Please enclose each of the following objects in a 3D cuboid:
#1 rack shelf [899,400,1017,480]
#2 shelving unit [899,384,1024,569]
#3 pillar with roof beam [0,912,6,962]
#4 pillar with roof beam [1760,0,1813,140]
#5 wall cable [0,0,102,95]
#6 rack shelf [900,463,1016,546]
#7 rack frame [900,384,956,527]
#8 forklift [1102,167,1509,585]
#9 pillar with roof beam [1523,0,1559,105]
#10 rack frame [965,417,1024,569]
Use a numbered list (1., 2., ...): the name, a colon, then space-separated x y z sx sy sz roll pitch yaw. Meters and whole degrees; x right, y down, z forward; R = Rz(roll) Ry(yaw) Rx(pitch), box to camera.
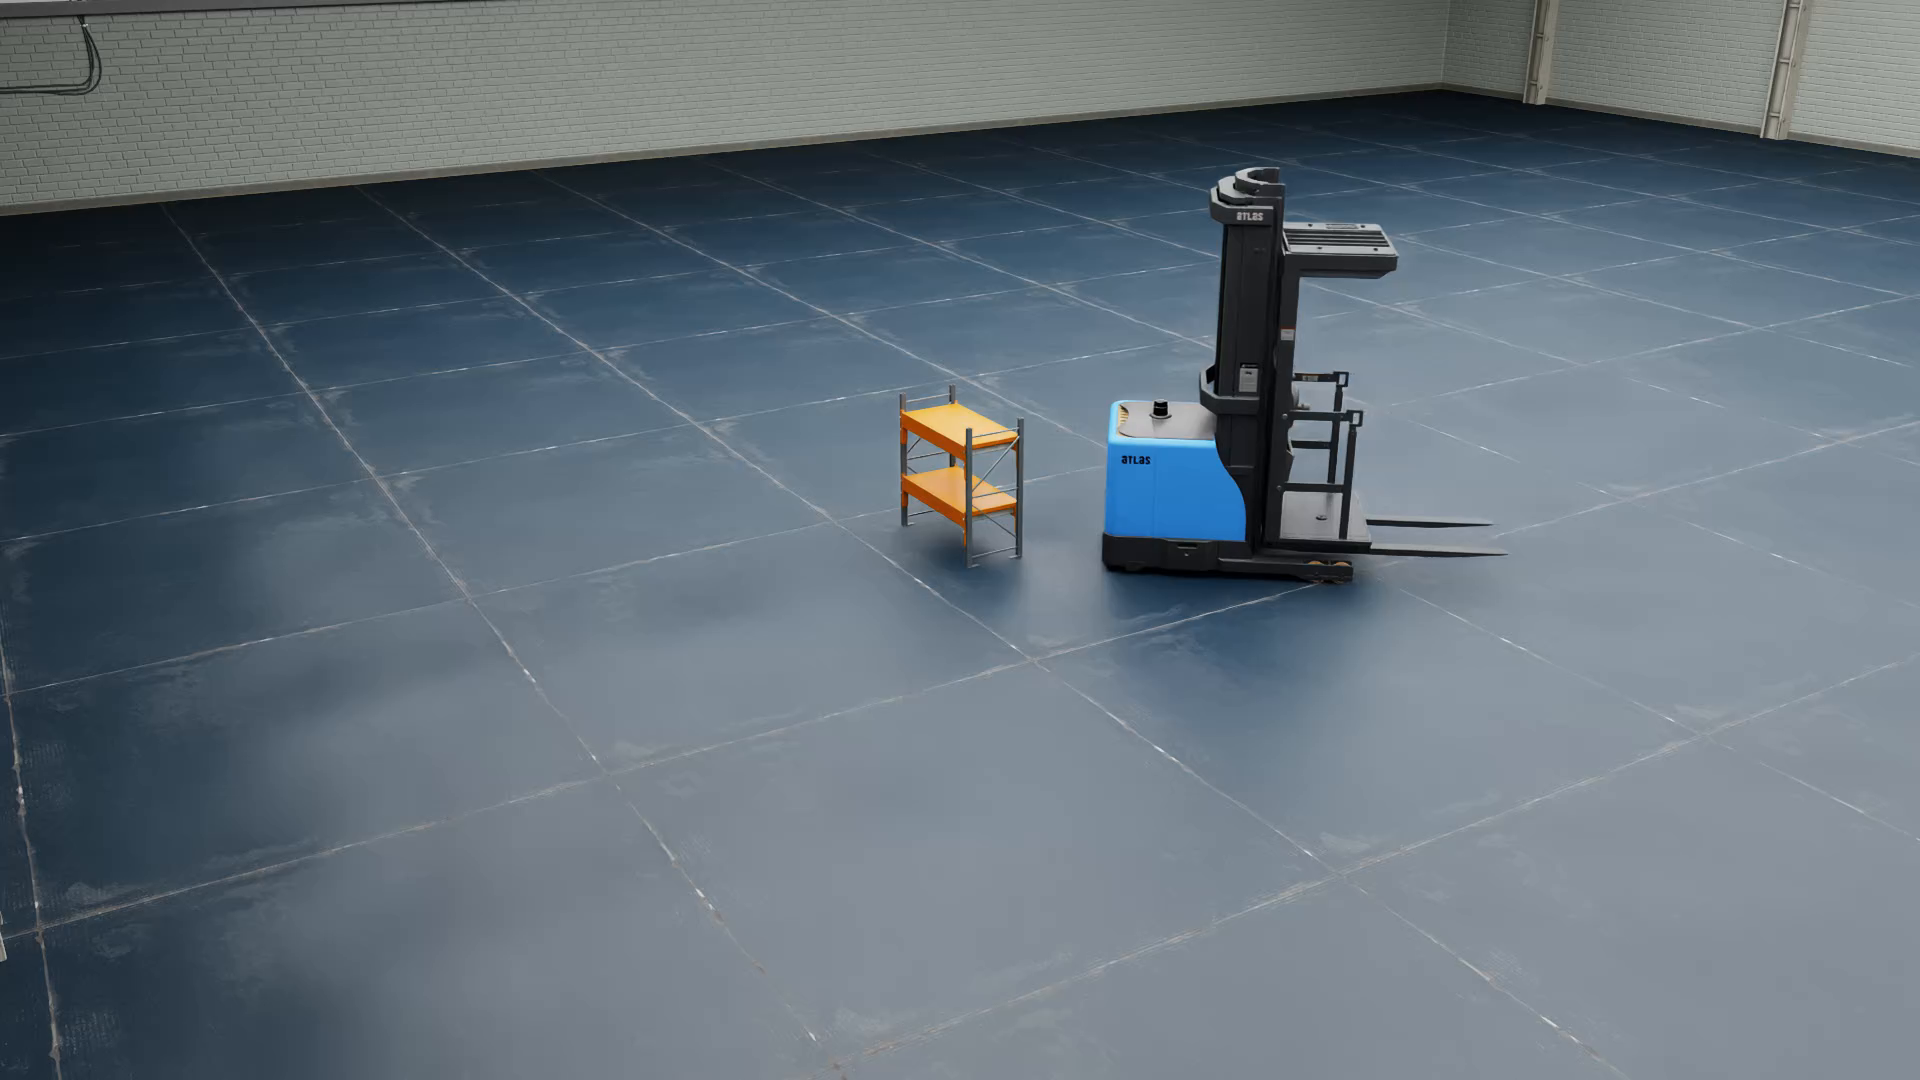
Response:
1. rack shelf: 0.003 -0.790 12.951 0.538 0.278 1.000 -13 25 -28
2. shelving unit: 0.003 -0.519 13.061 0.538 1.125 1.048 -13 25 -28
3. pillar with roof beam: -1.231 -2.964 8.619 9.100 9.000 0.400 -13 25 -28
4. pillar with roof beam: 12.318 -11.251 29.008 9.100 9.000 0.400 -13 25 -28
5. wall cable: -14.495 -7.732 24.474 3.097 2.526 0.112 -13 25 -28
6. rack shelf: 0.003 -0.292 13.154 0.538 0.278 1.000 -13 25 -28
7. rack frame: -0.256 -0.683 13.466 0.500 1.125 0.032 -13 25 -28
8. forklift: 2.636 -1.235 12.426 3.031 2.935 1.130 2 22 6
9. pillar with roof beam: 9.253 -13.193 33.787 9.100 9.000 0.400 -13 25 -28
10. rack frame: 0.263 -0.354 12.657 0.500 1.125 0.032 -13 25 -28
